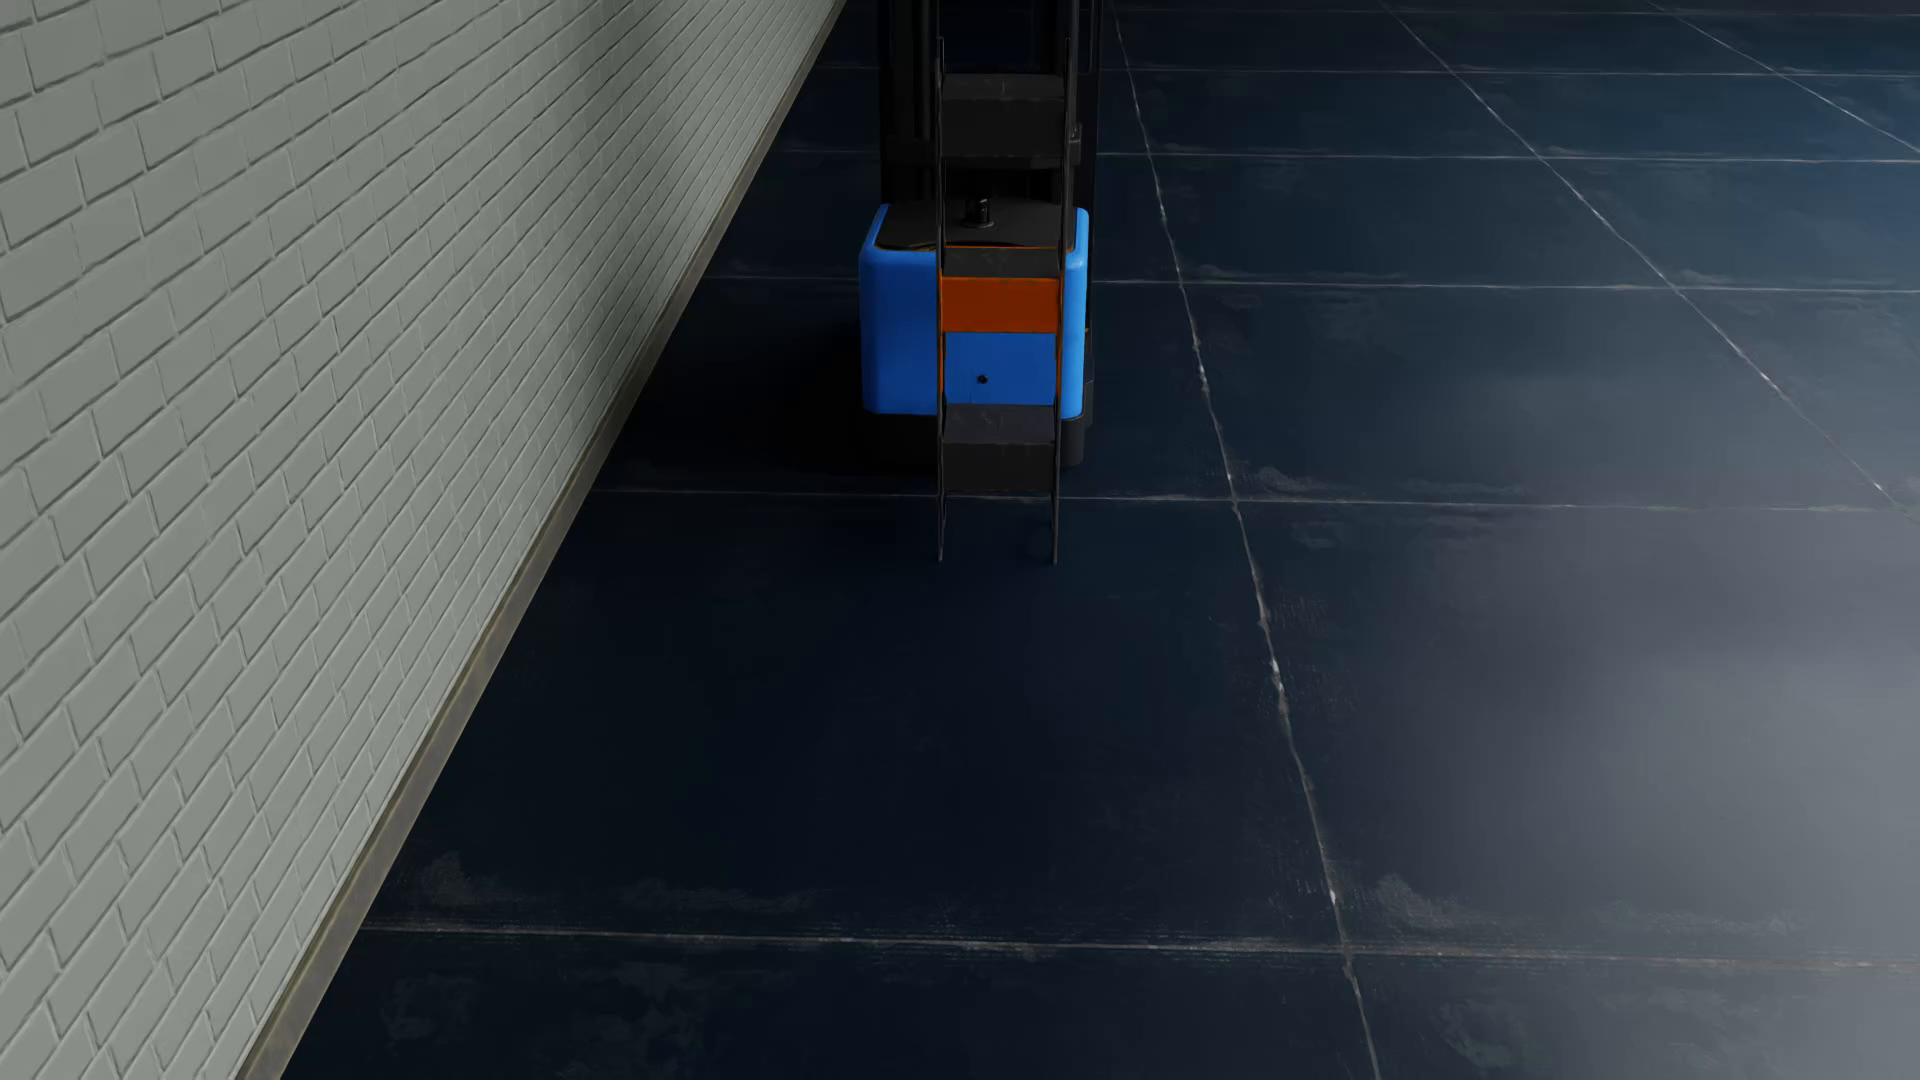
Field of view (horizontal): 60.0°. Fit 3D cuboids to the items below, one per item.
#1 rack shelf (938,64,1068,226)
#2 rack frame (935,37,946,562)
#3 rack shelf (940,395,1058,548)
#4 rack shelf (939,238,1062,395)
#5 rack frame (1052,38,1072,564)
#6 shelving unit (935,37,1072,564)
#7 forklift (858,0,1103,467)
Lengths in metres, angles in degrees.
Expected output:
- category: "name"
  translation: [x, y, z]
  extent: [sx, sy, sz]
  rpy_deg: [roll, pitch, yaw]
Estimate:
- category: "rack shelf"
  translation: [0.165, -1.531, 6.432]
  extent: [0.480, 0.518, 0.431]
  rpy_deg: [1, 28, 2]
- category: "rack frame"
  translation: [-0.078, -0.929, 6.761]
  extent: [0.015, 2.100, 0.400]
  rpy_deg: [1, 28, 2]
- category: "rack shelf"
  translation: [0.165, -0.294, 7.087]
  extent: [0.480, 0.518, 0.431]
  rpy_deg: [1, 28, 2]
- category: "rack shelf"
  translation: [0.165, -0.913, 6.759]
  extent: [0.480, 0.518, 0.431]
  rpy_deg: [1, 28, 2]
- category: "rack frame"
  translation: [0.409, -0.921, 6.745]
  extent: [0.015, 2.100, 0.400]
  rpy_deg: [1, 28, 2]
- category: "shelving unit"
  translation: [0.165, -0.925, 6.753]
  extent: [0.503, 2.100, 0.431]
  rpy_deg: [1, 28, 2]
- category: "forklift"
  translation: [0.163, -2.290, 8.441]
  extent: [1.130, 2.935, 3.031]
  rpy_deg: [2, 28, 4]
